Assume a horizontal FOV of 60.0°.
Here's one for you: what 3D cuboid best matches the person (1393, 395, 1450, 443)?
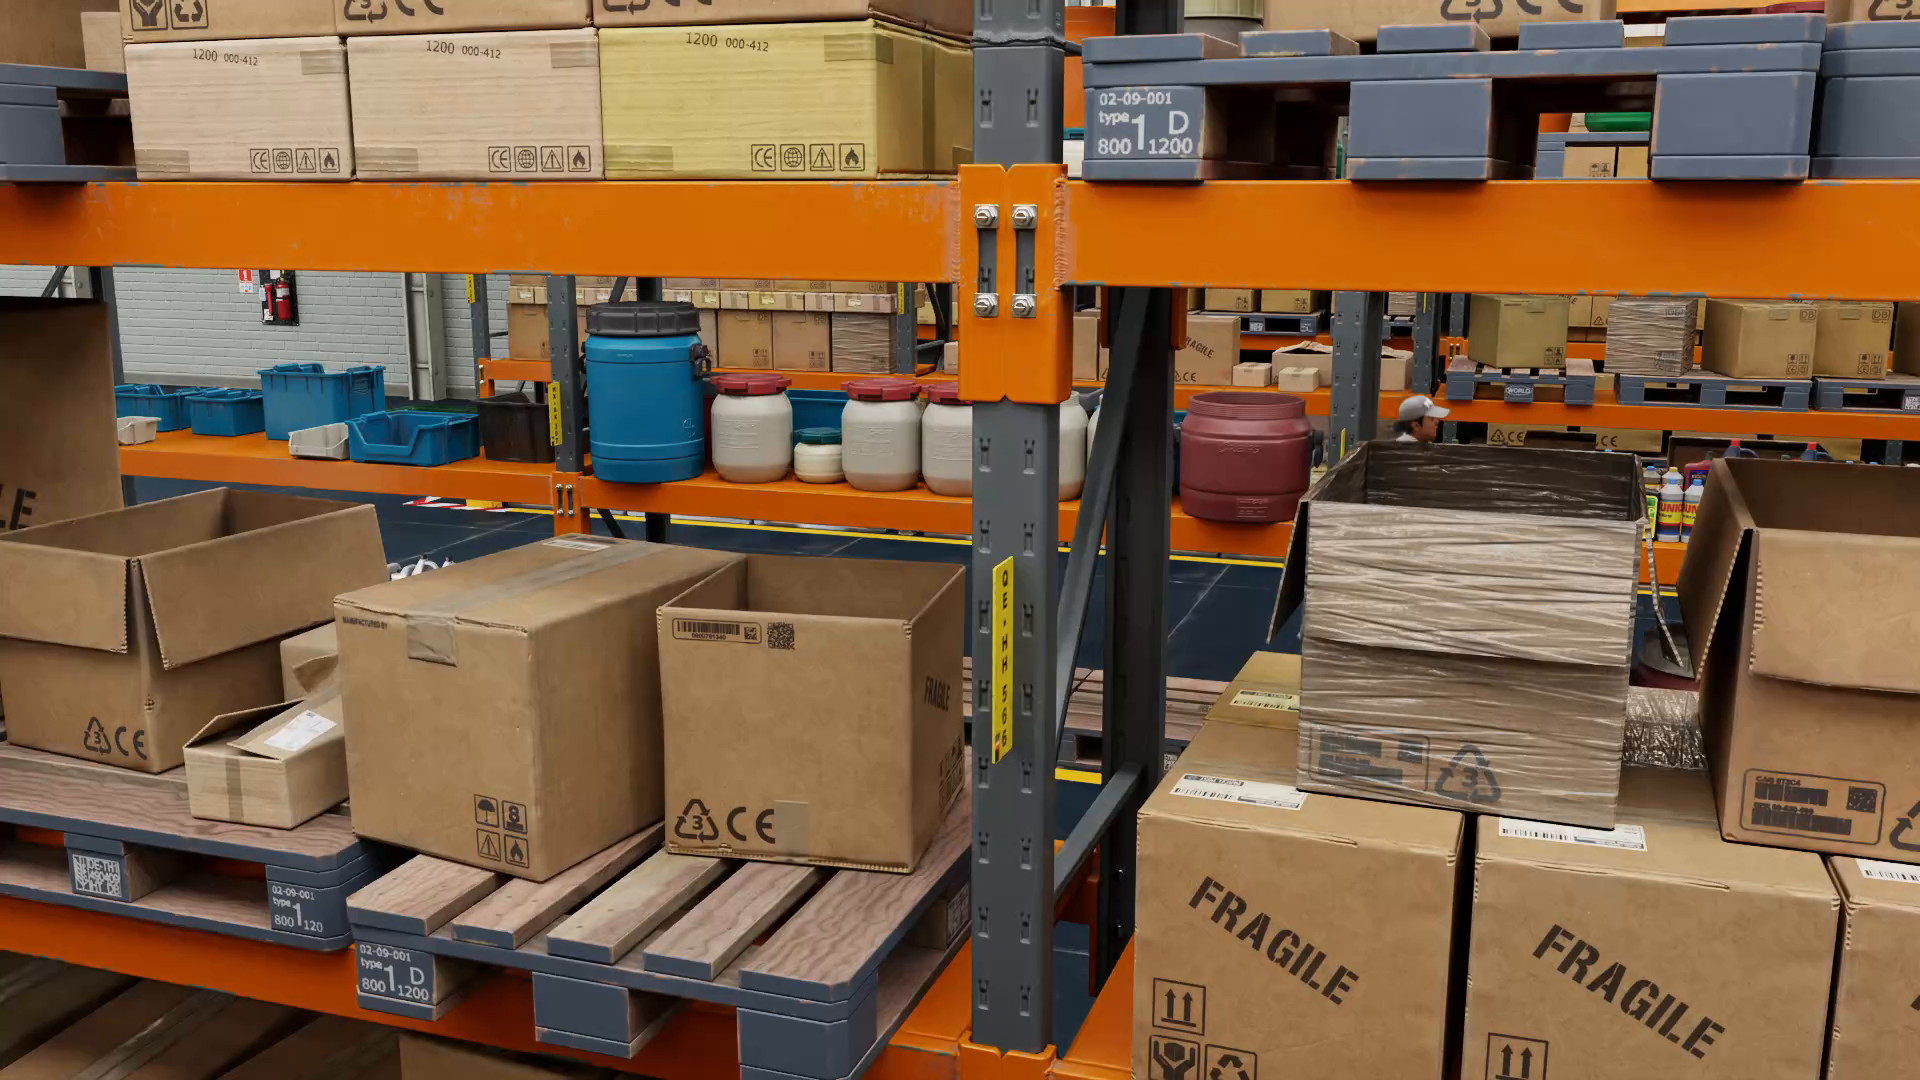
[{"bbox_3d":[2.540,-0.028,9.549,0.858,1.623,0.492,5,13,22],"label":"person"}]
